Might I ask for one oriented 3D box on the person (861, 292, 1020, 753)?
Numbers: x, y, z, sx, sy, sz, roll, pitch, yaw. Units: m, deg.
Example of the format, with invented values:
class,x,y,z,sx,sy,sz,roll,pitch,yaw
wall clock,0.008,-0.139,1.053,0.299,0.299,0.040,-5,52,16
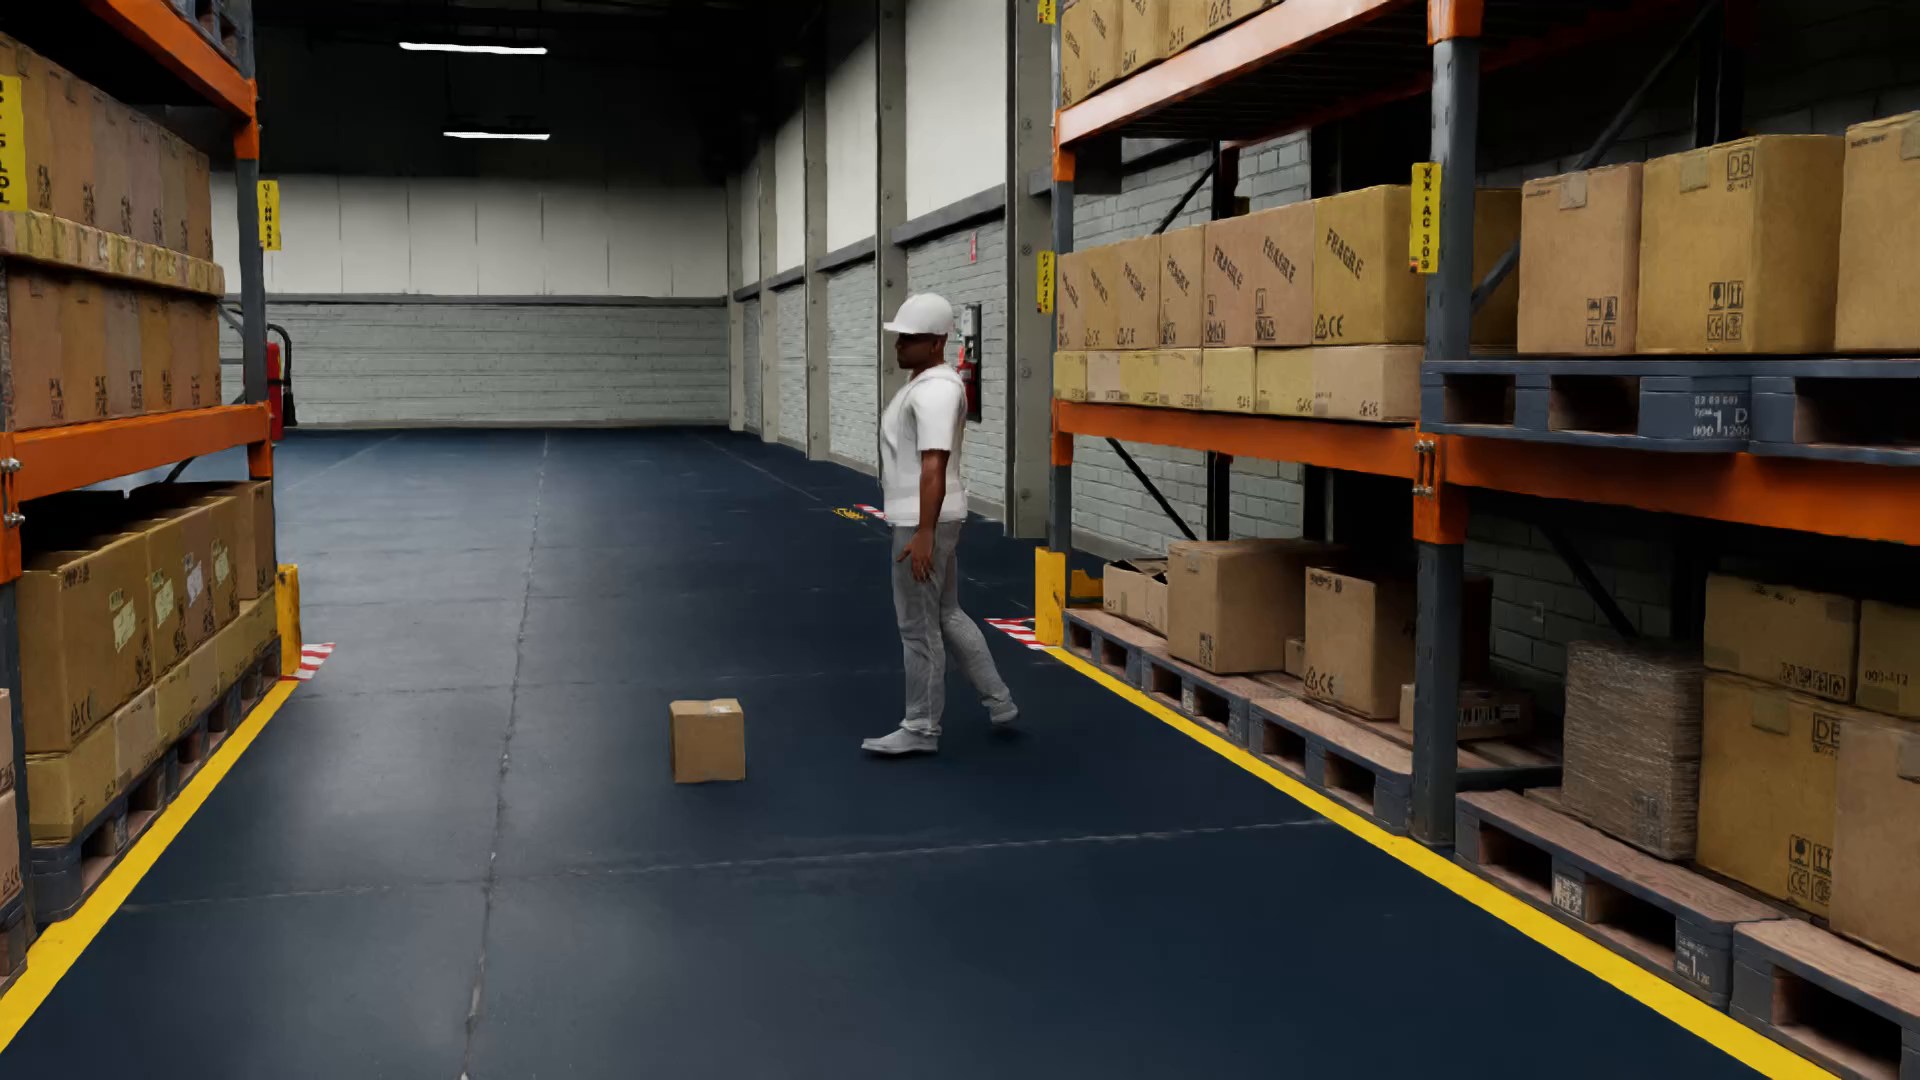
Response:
class,x,y,z,sx,sy,sz,roll,pitch,yaw
person,-0.069,-0.063,6.445,0.600,1.770,0.723,0,6,3
